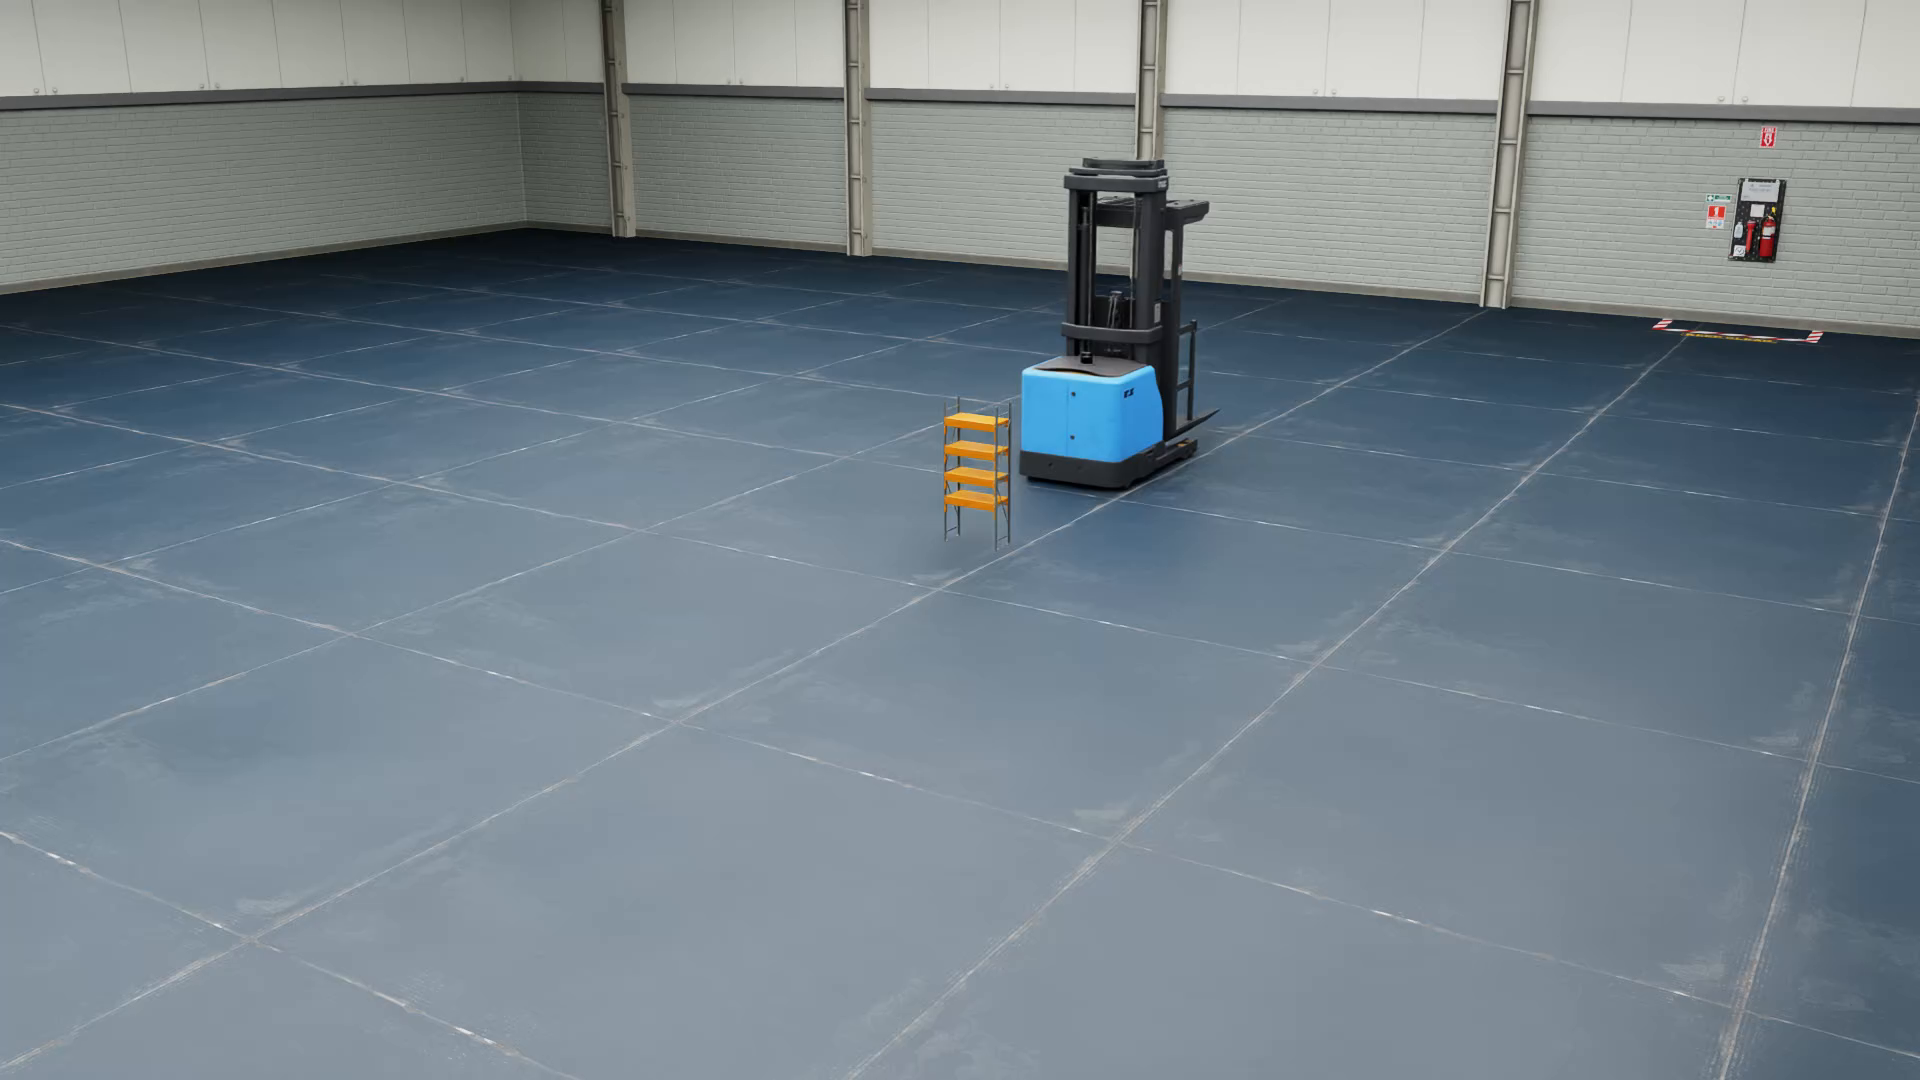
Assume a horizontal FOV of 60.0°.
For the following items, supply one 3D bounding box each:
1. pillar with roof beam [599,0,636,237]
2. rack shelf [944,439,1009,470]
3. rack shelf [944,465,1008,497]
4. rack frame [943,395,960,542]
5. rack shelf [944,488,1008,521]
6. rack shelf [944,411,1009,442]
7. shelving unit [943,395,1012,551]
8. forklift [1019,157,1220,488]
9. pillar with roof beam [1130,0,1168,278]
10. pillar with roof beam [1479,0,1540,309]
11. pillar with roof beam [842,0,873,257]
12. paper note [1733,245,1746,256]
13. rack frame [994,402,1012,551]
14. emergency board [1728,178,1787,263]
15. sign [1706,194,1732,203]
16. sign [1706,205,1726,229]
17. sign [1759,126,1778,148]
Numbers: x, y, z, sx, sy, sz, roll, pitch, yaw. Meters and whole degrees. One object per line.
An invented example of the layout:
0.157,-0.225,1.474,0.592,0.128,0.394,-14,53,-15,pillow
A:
-9.281,-9.609,30.031,0.400,9.000,9.100,10,20,30,pillar with roof beam
0.141,-0.699,13.578,0.480,0.148,0.258,10,20,30,rack shelf
0.141,-0.485,13.643,0.480,0.148,0.258,10,20,30,rack shelf
-0.067,-0.586,13.746,0.015,1.200,0.240,10,20,30,rack frame
0.141,-0.295,13.701,0.480,0.148,0.258,10,20,30,rack shelf
0.141,-0.925,13.510,0.480,0.148,0.258,10,20,30,rack shelf
0.141,-0.549,13.624,0.503,1.200,0.258,10,20,30,shelving unit
1.728,-2.255,16.263,1.130,2.935,3.031,9,19,28,forklift
0.944,-7.783,24.022,0.400,9.000,9.100,10,20,30,pillar with roof beam
6.057,-6.871,21.018,0.400,9.000,9.100,10,20,30,pillar with roof beam
-4.168,-8.696,27.027,0.400,9.000,9.100,10,20,30,pillar with roof beam
11.222,-4.162,23.937,0.142,0.148,0.016,10,20,30,paper note
0.349,-0.512,13.502,0.015,1.200,0.240,10,20,30,rack frame
11.337,-4.539,23.664,0.643,1.169,0.194,10,20,30,emergency board
10.919,-4.917,23.933,0.331,0.109,0.001,10,20,30,sign
10.920,-4.666,24.020,0.234,0.329,0.001,10,20,30,sign
11.382,-5.674,23.412,0.199,0.298,0.001,10,20,30,sign
